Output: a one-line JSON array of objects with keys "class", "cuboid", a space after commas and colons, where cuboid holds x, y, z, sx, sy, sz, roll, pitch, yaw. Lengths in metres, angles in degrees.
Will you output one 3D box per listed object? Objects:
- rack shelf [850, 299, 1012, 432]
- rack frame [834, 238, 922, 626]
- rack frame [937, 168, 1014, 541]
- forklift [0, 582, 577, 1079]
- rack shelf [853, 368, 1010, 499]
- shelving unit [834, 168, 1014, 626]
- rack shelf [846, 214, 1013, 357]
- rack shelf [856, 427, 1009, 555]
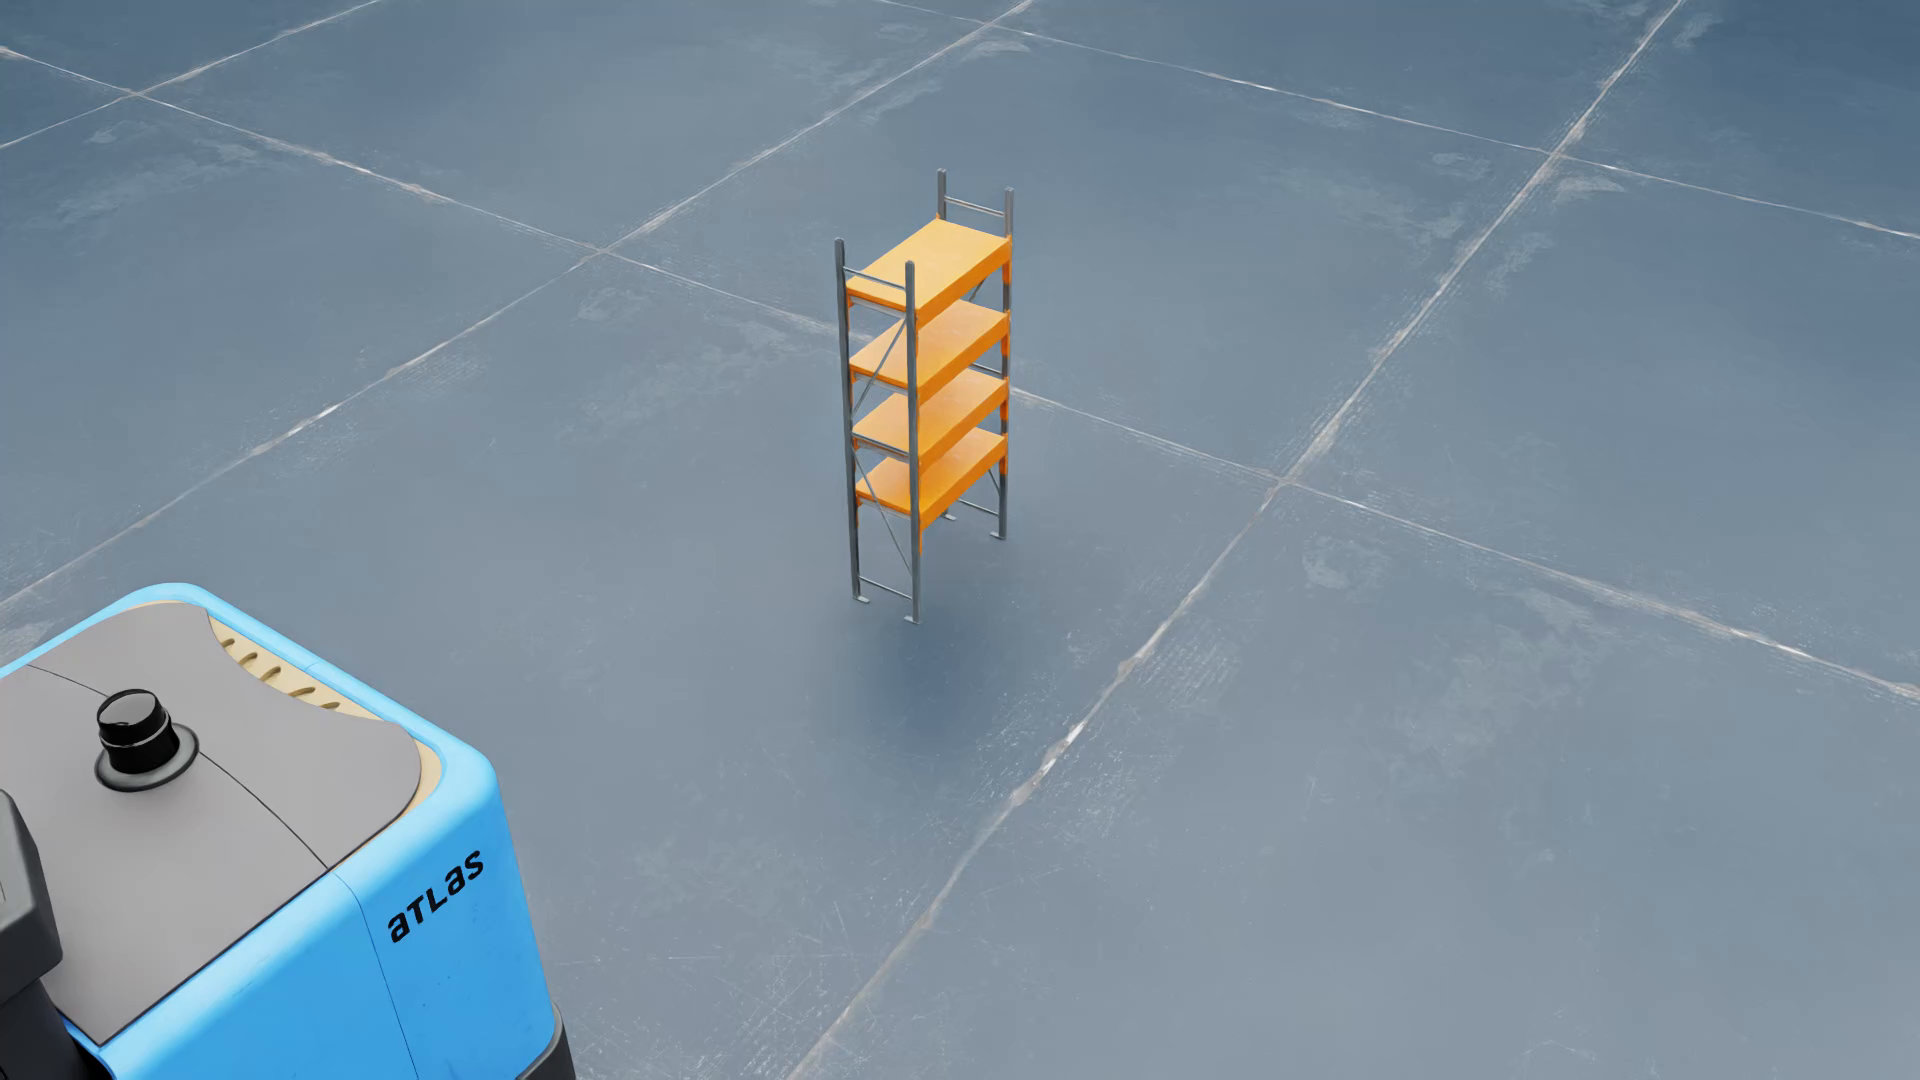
[{"class": "rack shelf", "cuboid": [-0.089, -0.514, 4.677, 0.258, 0.148, 0.480, 21, 42, 25]}, {"class": "rack frame", "cuboid": [-0.219, -0.264, 4.610, 0.240, 1.200, 0.015, 21, 42, 25]}, {"class": "rack frame", "cuboid": [0.042, -0.516, 4.936, 0.240, 1.200, 0.015, 21, 42, 25]}, {"class": "forklift", "cuboid": [-2.075, 0.658, 1.996, 1.130, 2.935, 3.031, 23, 43, 27]}, {"class": "rack shelf", "cuboid": [-0.089, -0.337, 4.814, 0.258, 0.148, 0.480, 21, 42, 25]}, {"class": "shelving unit", "cuboid": [-0.089, -0.390, 4.773, 0.258, 1.200, 0.503, 21, 42, 25]}, {"class": "rack shelf", "cuboid": [-0.089, -0.701, 4.533, 0.258, 0.148, 0.480, 21, 42, 25]}, {"class": "rack shelf", "cuboid": [-0.089, -0.179, 4.935, 0.258, 0.148, 0.480, 21, 42, 25]}]
